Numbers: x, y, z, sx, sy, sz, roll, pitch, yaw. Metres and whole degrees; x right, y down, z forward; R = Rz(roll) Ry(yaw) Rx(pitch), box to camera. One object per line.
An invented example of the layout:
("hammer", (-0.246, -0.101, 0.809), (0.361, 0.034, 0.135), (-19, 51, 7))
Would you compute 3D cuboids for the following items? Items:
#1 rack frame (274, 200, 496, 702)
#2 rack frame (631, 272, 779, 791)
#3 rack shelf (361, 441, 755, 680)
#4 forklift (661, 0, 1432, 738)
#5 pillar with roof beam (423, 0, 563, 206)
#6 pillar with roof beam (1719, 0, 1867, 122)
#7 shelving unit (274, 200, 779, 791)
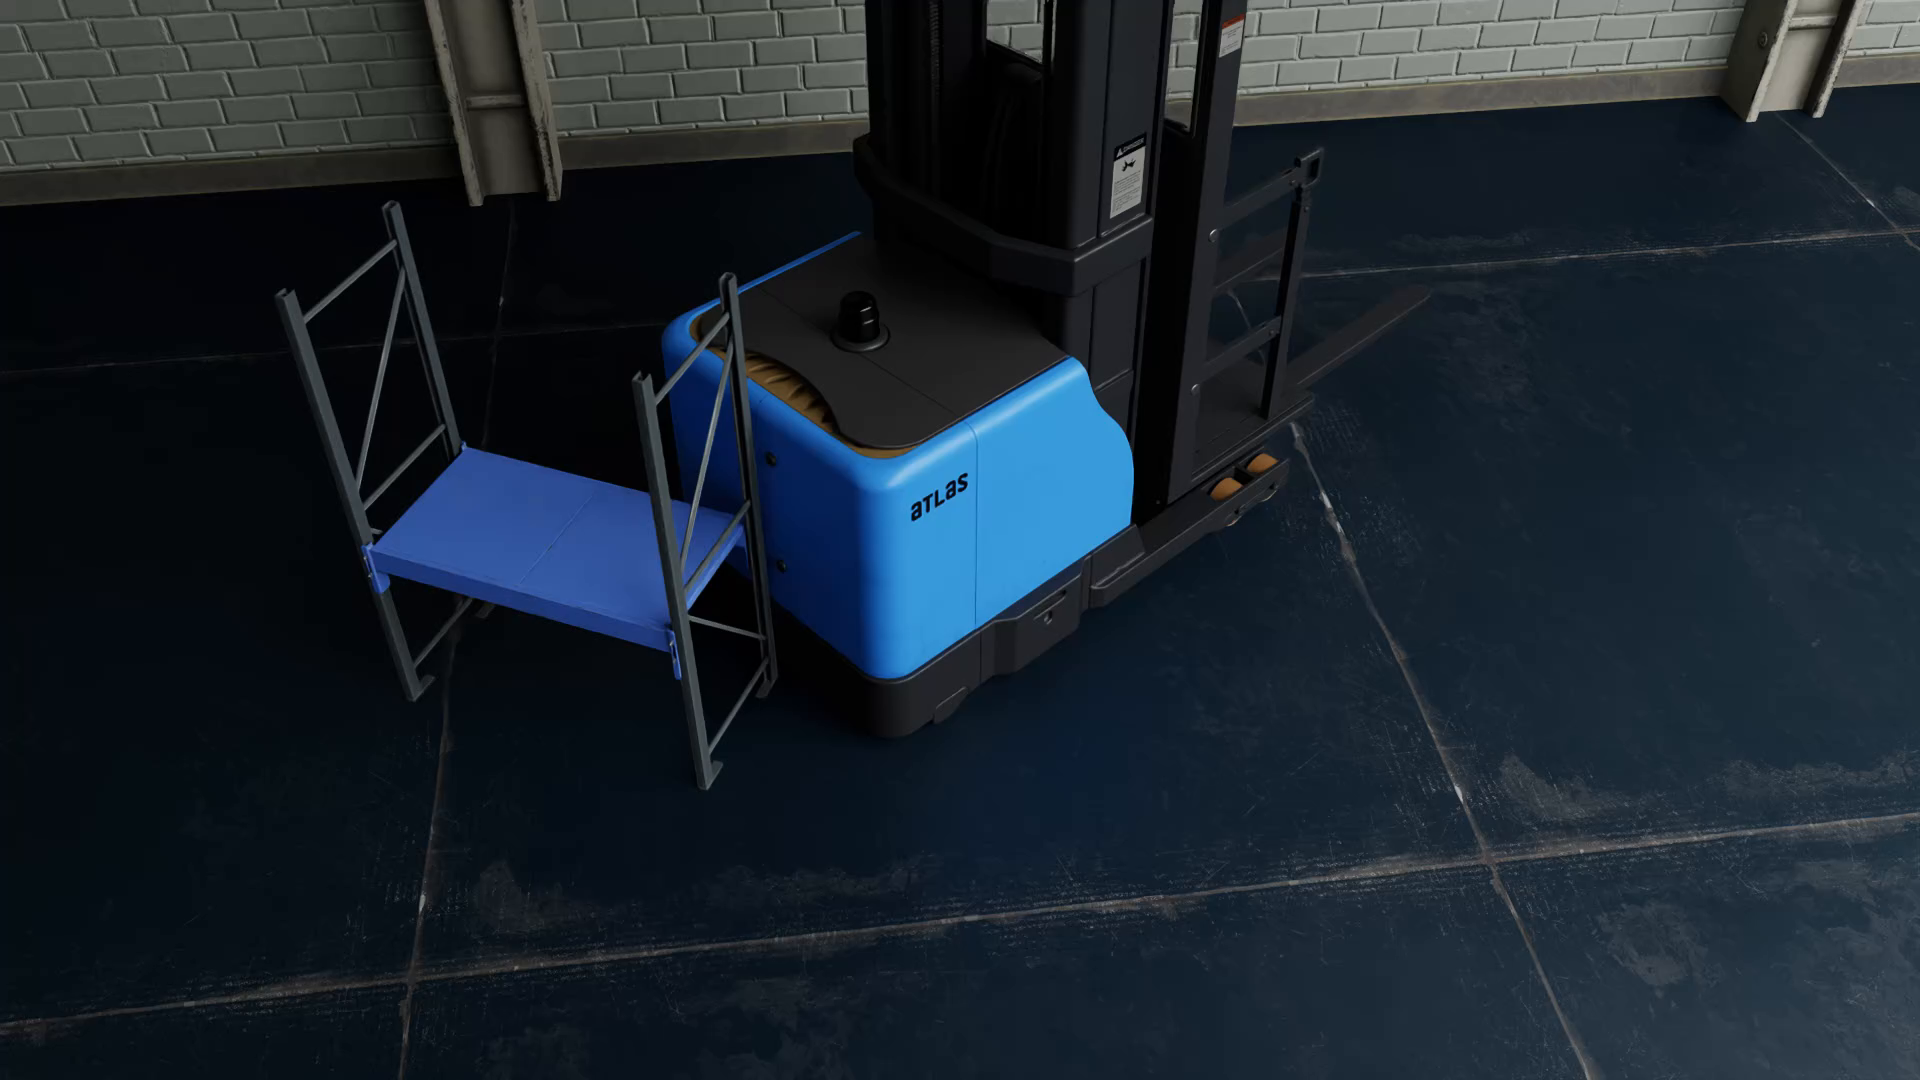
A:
("rack frame", (-1.629, -0.211, 4.864), (0.032, 1.500, 0.500), (14, 44, 15))
("rack frame", (-0.676, 0.027, 4.600), (0.032, 1.500, 0.500), (14, 44, 15))
("rack shelf", (-1.152, 0.042, 4.853), (1.000, 0.185, 0.538), (14, 44, 15))
("forklift", (0.523, -1.365, 5.074), (3.031, 2.935, 1.130), (-33, 51, -31))
("pillar with roof beam", (-1.449, -2.086, 1.344), (0.400, 9.000, 9.100), (-5, 42, -6))
("pillar with roof beam", (4.501, -2.607, 1.921), (0.400, 9.000, 9.100), (-5, 42, -6))
("shelving unit", (-1.152, -0.092, 4.732), (1.048, 1.500, 0.538), (14, 44, 15))
